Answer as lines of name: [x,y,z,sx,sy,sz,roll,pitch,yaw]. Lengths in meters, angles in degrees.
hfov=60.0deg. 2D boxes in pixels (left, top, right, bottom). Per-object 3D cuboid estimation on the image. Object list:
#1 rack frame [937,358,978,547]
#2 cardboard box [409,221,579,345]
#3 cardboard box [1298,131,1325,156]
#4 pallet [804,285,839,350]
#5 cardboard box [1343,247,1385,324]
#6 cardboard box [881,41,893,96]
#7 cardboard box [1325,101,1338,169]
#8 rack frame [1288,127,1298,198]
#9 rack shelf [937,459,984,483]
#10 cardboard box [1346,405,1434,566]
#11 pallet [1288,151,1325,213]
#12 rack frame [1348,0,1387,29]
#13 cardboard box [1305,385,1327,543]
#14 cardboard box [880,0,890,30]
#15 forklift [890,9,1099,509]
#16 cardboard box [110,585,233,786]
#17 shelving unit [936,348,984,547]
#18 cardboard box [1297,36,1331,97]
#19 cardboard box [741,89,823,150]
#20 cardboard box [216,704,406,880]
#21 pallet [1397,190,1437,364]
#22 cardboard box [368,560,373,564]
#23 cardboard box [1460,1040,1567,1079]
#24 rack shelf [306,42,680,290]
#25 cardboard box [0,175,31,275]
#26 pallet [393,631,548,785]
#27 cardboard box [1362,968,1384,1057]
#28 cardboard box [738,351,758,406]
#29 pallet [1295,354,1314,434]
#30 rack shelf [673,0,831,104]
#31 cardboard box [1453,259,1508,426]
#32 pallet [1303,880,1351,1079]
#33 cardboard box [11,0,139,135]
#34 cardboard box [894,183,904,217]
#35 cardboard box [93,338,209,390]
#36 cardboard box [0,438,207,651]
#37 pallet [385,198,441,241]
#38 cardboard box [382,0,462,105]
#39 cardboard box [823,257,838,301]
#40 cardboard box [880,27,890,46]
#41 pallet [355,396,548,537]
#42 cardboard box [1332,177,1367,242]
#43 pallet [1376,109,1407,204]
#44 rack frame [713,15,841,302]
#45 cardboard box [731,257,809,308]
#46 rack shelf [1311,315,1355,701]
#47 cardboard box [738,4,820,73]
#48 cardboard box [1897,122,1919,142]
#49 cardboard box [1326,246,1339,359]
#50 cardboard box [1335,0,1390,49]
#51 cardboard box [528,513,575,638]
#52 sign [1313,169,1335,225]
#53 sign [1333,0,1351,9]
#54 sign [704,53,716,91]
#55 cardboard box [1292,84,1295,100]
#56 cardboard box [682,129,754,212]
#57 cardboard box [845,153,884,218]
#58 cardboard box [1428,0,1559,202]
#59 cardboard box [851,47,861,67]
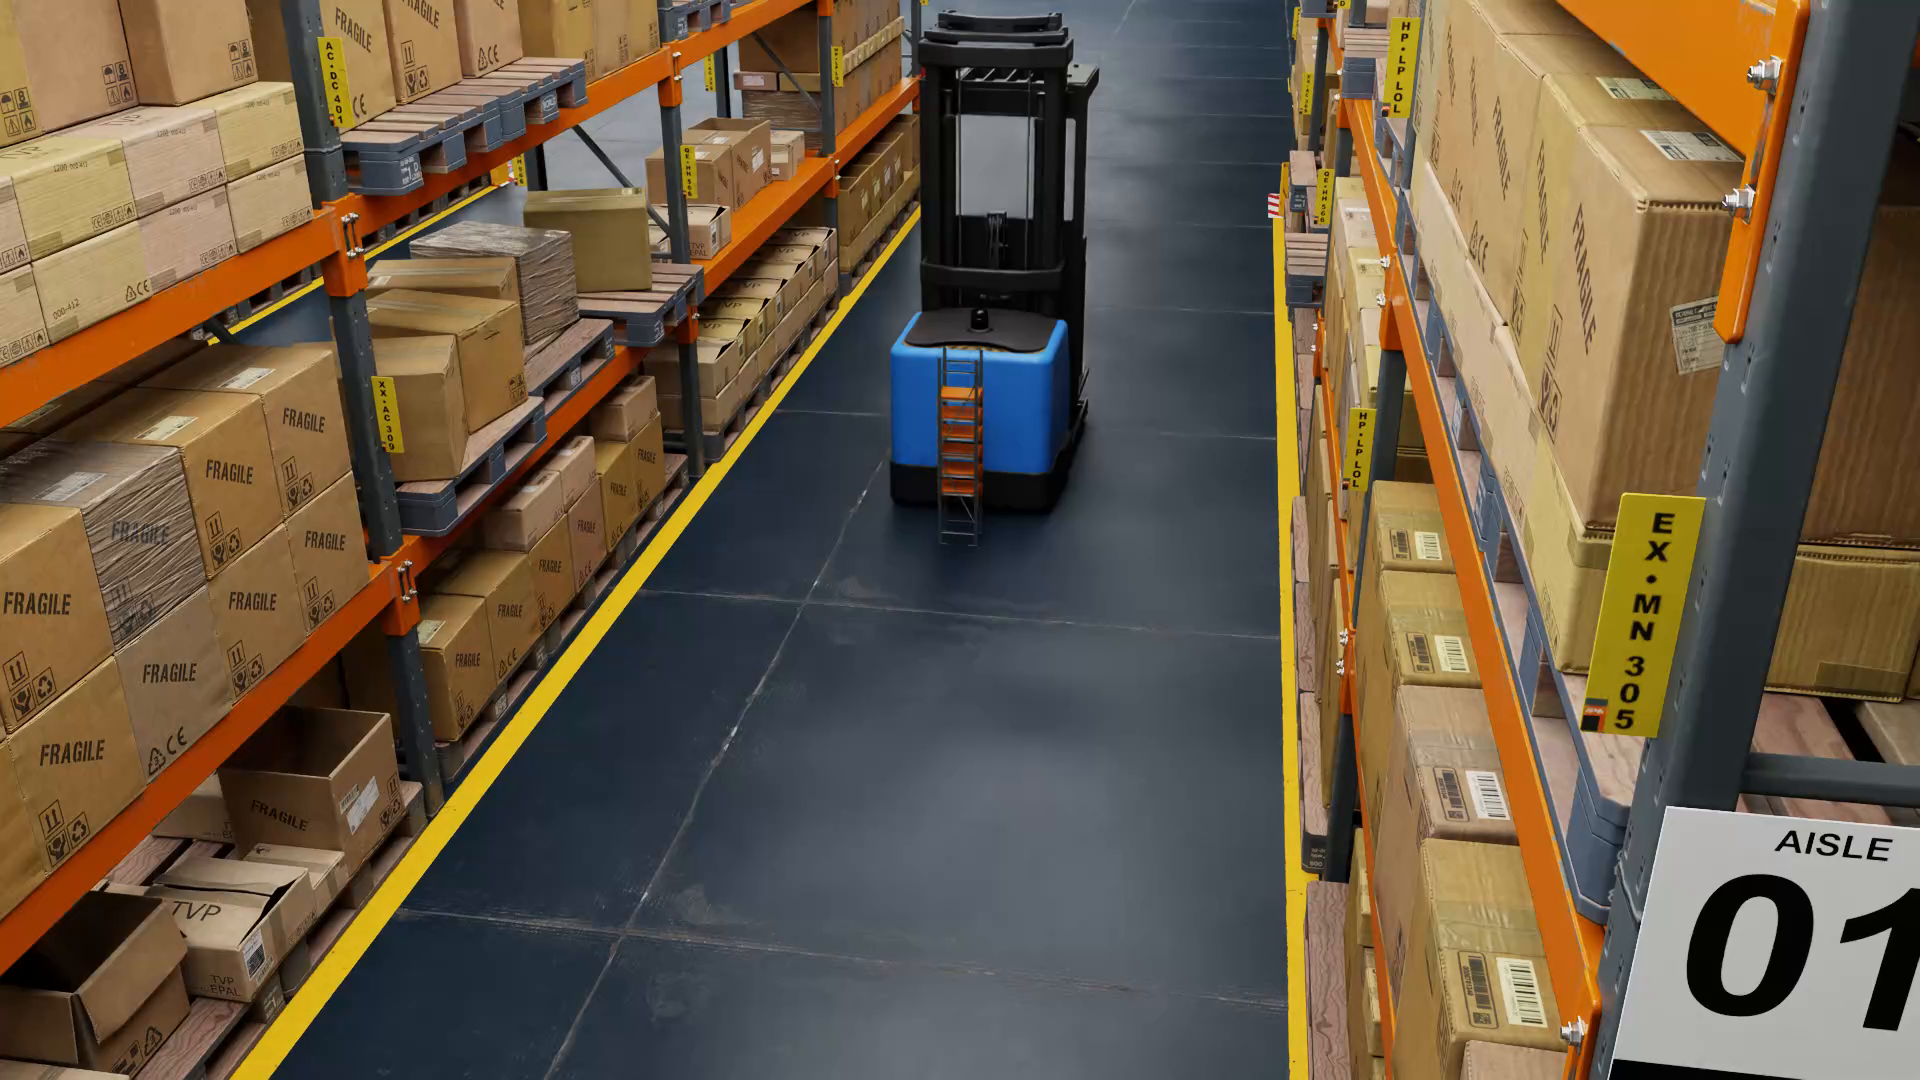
rack frame: [-0.013,-0.511,9.927,0.240,1.200,0.006,4,25,9]
cardboard box: [-2.548,-1.419,9.131,0.700,0.500,0.500,9,27,18]
cardboard box: [3.101,-3.316,13.949,0.500,0.250,0.500,4,25,9]
pallet: [-1.647,-1.924,14.111,1.003,0.211,1.213,4,25,9]
cardboard box: [2.098,-1.191,7.880,0.500,0.250,0.500,4,25,7]
cardboard box: [-1.081,-4.801,16.851,0.700,0.500,0.500,5,25,10]
cardboard box: [3.108,-2.957,12.391,0.700,0.500,0.500,7,26,14]
rack frame: [3.977,-4.829,17.028,1.000,3.000,0.127,4,25,9]
rack shelf: [0.002,-0.401,10.078,0.258,0.103,0.180,4,25,9]
cardboard box: [1.842,-0.209,6.667,0.500,0.500,0.500,4,25,8]
pallet: [3.054,-2.759,12.833,1.003,0.211,1.213,4,25,9]
rack frame: [2.669,-4.200,8.608,1.000,3.000,0.127,4,25,9]
cardboard box: [2.420,-0.401,9.609,0.750,0.750,0.750,4,25,8]
cardboard box: [-1.089,-5.366,16.528,0.700,0.500,0.500,3,25,7]
forklift: [0.324,-2.120,11.322,1.130,2.935,3.031,4,25,9]
cardboard box: [-2.865,0.461,5.609,0.500,0.500,0.500,5,25,10]
shelving unit: [0.002,-0.549,10.009,0.258,1.200,0.189,4,25,9]
cardboard box: [3.348,-4.292,15.150,0.500,0.500,0.500,5,26,10]
cardboard box: [-1.499,-3.729,14.560,0.700,0.500,0.500,3,25,7]
cardboard box: [-2.686,1.039,6.921,0.500,0.500,0.500,4,25,9]
pallet: [1.871,-0.787,4.959,1.003,0.211,1.213,4,25,9]
cardboard box: [-2.985,0.349,8.396,0.500,0.500,0.500,4,25,9]
cardboard box: [1.435,1.513,3.125,0.980,0.700,0.700,5,26,11]
rack shelf: [-2.545,-2.021,8.339,1.077,0.370,4.000,4,25,9]
cardboard box: [-2.935,-0.819,4.511,0.500,0.250,0.500,4,25,9]
pallet: [-2.777,0.769,8.359,1.003,0.211,1.213,4,25,9]
cardboard box: [1.471,1.493,5.211,0.380,0.149,0.250,3,25,7]
cardboard box: [-1.762,-1.178,11.977,0.500,0.250,0.500,3,25,7]
pallet: [3.000,-1.055,12.256,1.003,0.211,1.213,4,25,9]
rack shelf: [-1.892,-3.694,11.913,1.077,0.370,4.000,4,25,9]
cardboard box: [1.384,-0.423,3.642,0.500,0.250,0.500,3,25,7]
pallet: [1.814,1.766,6.229,1.003,0.211,1.213,4,25,9]
cardboard box: [-3.136,-1.603,5.300,0.700,0.500,0.500,4,25,9]
cardboard box: [-0.857,-3.451,16.833,0.500,0.250,0.500,4,25,9]
cardboard box: [-3.227,-0.472,6.423,0.500,0.500,0.500,5,25,10]
cardboard box: [-2.863,0.005,5.404,0.500,0.500,0.500,4,25,9]
pallet: [-6.103,-3.369,17.198,1.003,0.211,1.213,4,25,9]
cardboard box: [-2.630,-2.277,7.308,0.600,0.600,0.600,4,25,8]
cardboard box: [-1.347,-2.249,14.264,0.500,0.250,0.500,4,25,8]
cardboard box: [-0.912,-5.015,16.542,0.380,0.149,0.250,4,25,9]
pallet: [-2.634,-0.391,7.774,1.003,0.211,1.213,4,25,9]
cardboard box: [2.336,-1.827,9.239,0.500,0.250,0.500,5,25,10]
pallet: [2.117,-1.469,6.537,0.805,0.209,1.217,3,25,6]
rack frame: [-1.565,-3.497,14.184,1.000,3.000,0.127,4,25,9]
cardboard box: [-1.511,-2.080,13.243,0.500,0.311,0.500,4,25,8]
rack shelf: [2.342,-0.321,8.245,1.077,0.370,4.000,4,25,9]
cardboard box: [-1.499,-4.316,14.285,0.700,0.500,0.500,4,25,9]
cardboard box: [1.813,-0.512,2.946,0.500,0.500,0.500,4,25,8]
cardboard box: [2.242,-1.268,8.928,0.500,0.500,0.500,5,26,10]
cardboard box: [2.520,-3.130,9.942,0.500,0.311,0.500,4,25,9]
cardboard box: [-2.388,0.164,8.792,0.500,0.500,0.500,4,25,9]
sign: [2.132,-2.005,9.723,0.100,0.325,0.005,4,25,9]
sign: [2.134,-3.114,9.216,0.100,0.325,0.005,4,25,9]
sign: [-2.113,-3.963,14.064,0.100,0.325,0.005,4,25,9]
cardboard box: [3.513,-4.370,16.200,0.500,0.250,0.500,3,25,7]
cardboard box: [-1.874,-2.793,12.560,0.500,0.500,0.500,4,25,9]
cardboard box: [-1.017,-3.372,15.780,0.500,0.500,0.500,4,25,9]
cardboard box: [1.544,-1.181,4.377,0.500,0.500,0.500,3,25,7]
cardboard box: [-1.123,-4.475,15.388,0.380,0.149,0.250,3,25,7]
